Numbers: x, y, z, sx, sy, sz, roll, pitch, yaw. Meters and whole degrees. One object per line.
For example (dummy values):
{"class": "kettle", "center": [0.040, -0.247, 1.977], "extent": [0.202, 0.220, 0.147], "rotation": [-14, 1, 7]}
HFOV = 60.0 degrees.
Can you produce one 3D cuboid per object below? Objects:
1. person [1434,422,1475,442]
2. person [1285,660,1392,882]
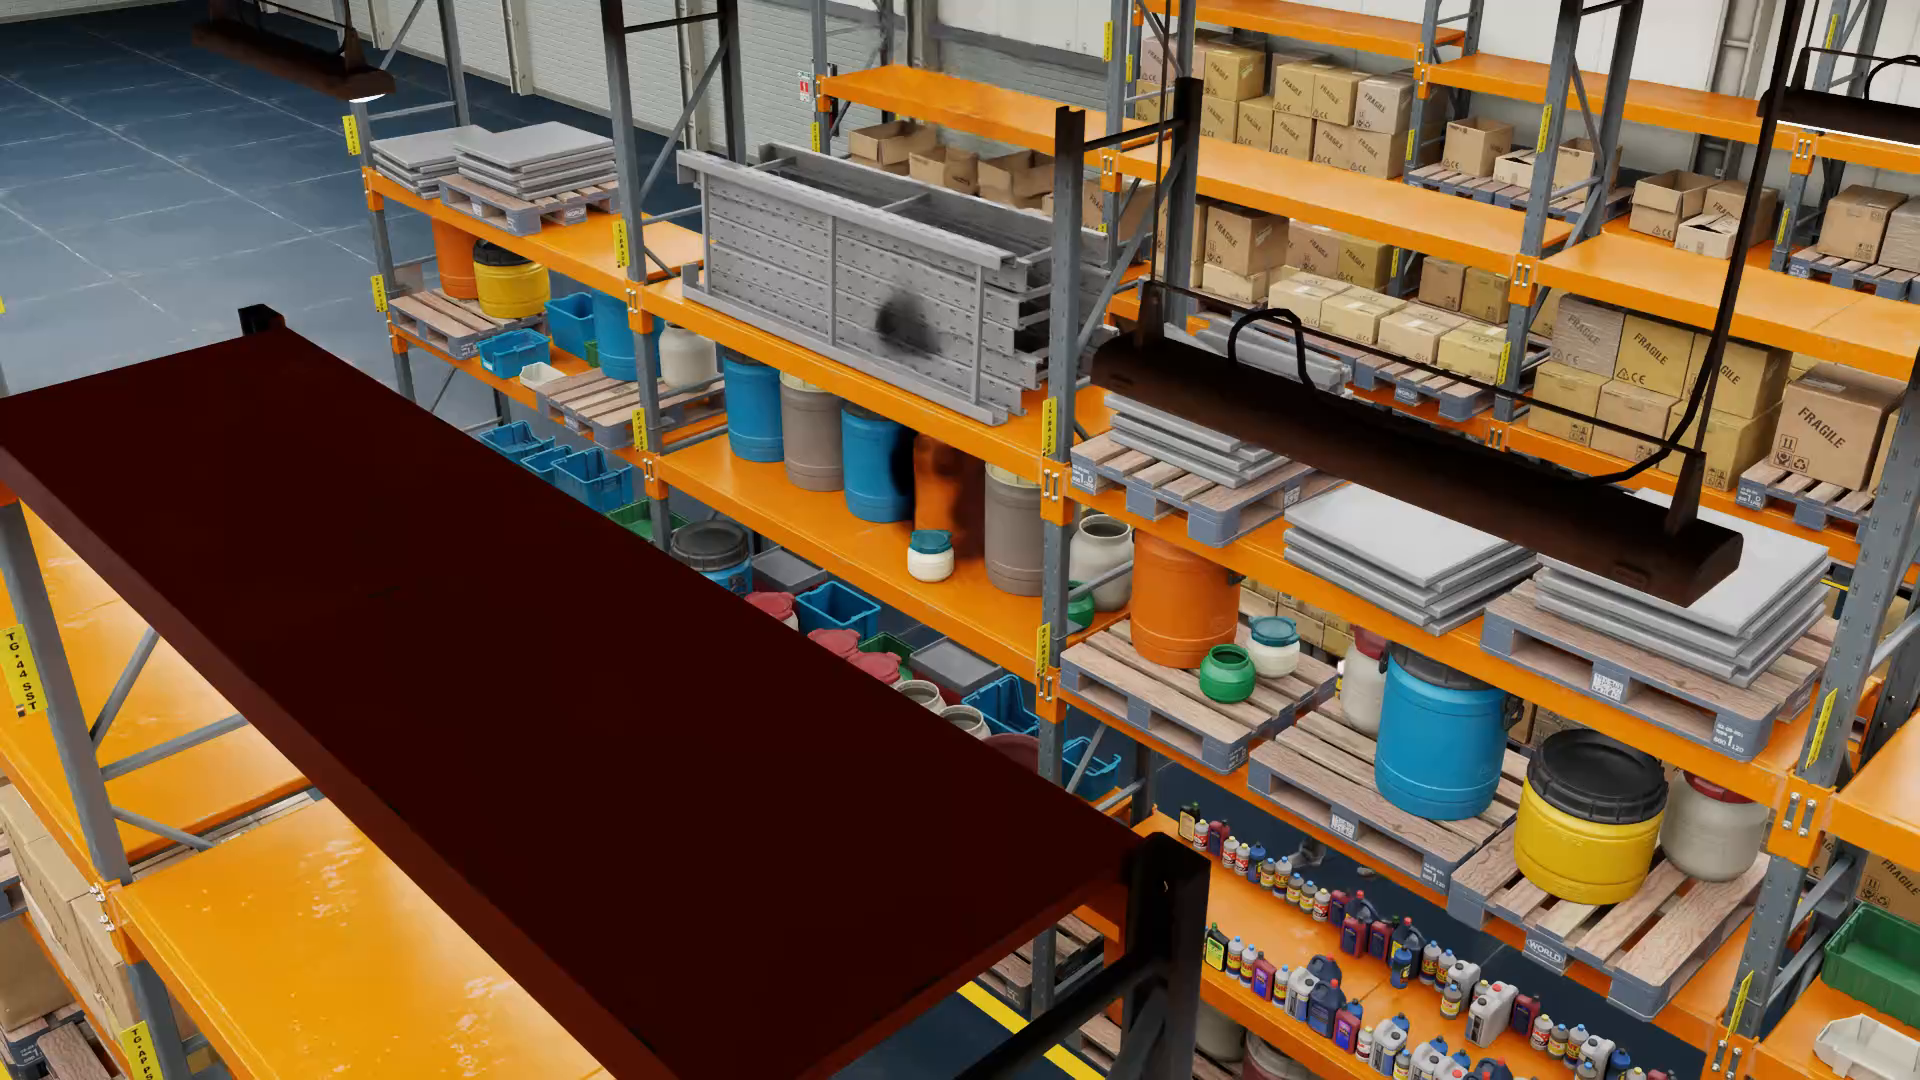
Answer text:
{"class": "person", "center": [4.539, -0.494, 15.904], "extent": [0.645, 1.734, 0.894], "rotation": [-23, 36, -36]}
{"class": "person", "center": [2.723, 1.602, 11.490], "extent": [0.790, 1.827, 0.642], "rotation": [21, 35, 34]}
